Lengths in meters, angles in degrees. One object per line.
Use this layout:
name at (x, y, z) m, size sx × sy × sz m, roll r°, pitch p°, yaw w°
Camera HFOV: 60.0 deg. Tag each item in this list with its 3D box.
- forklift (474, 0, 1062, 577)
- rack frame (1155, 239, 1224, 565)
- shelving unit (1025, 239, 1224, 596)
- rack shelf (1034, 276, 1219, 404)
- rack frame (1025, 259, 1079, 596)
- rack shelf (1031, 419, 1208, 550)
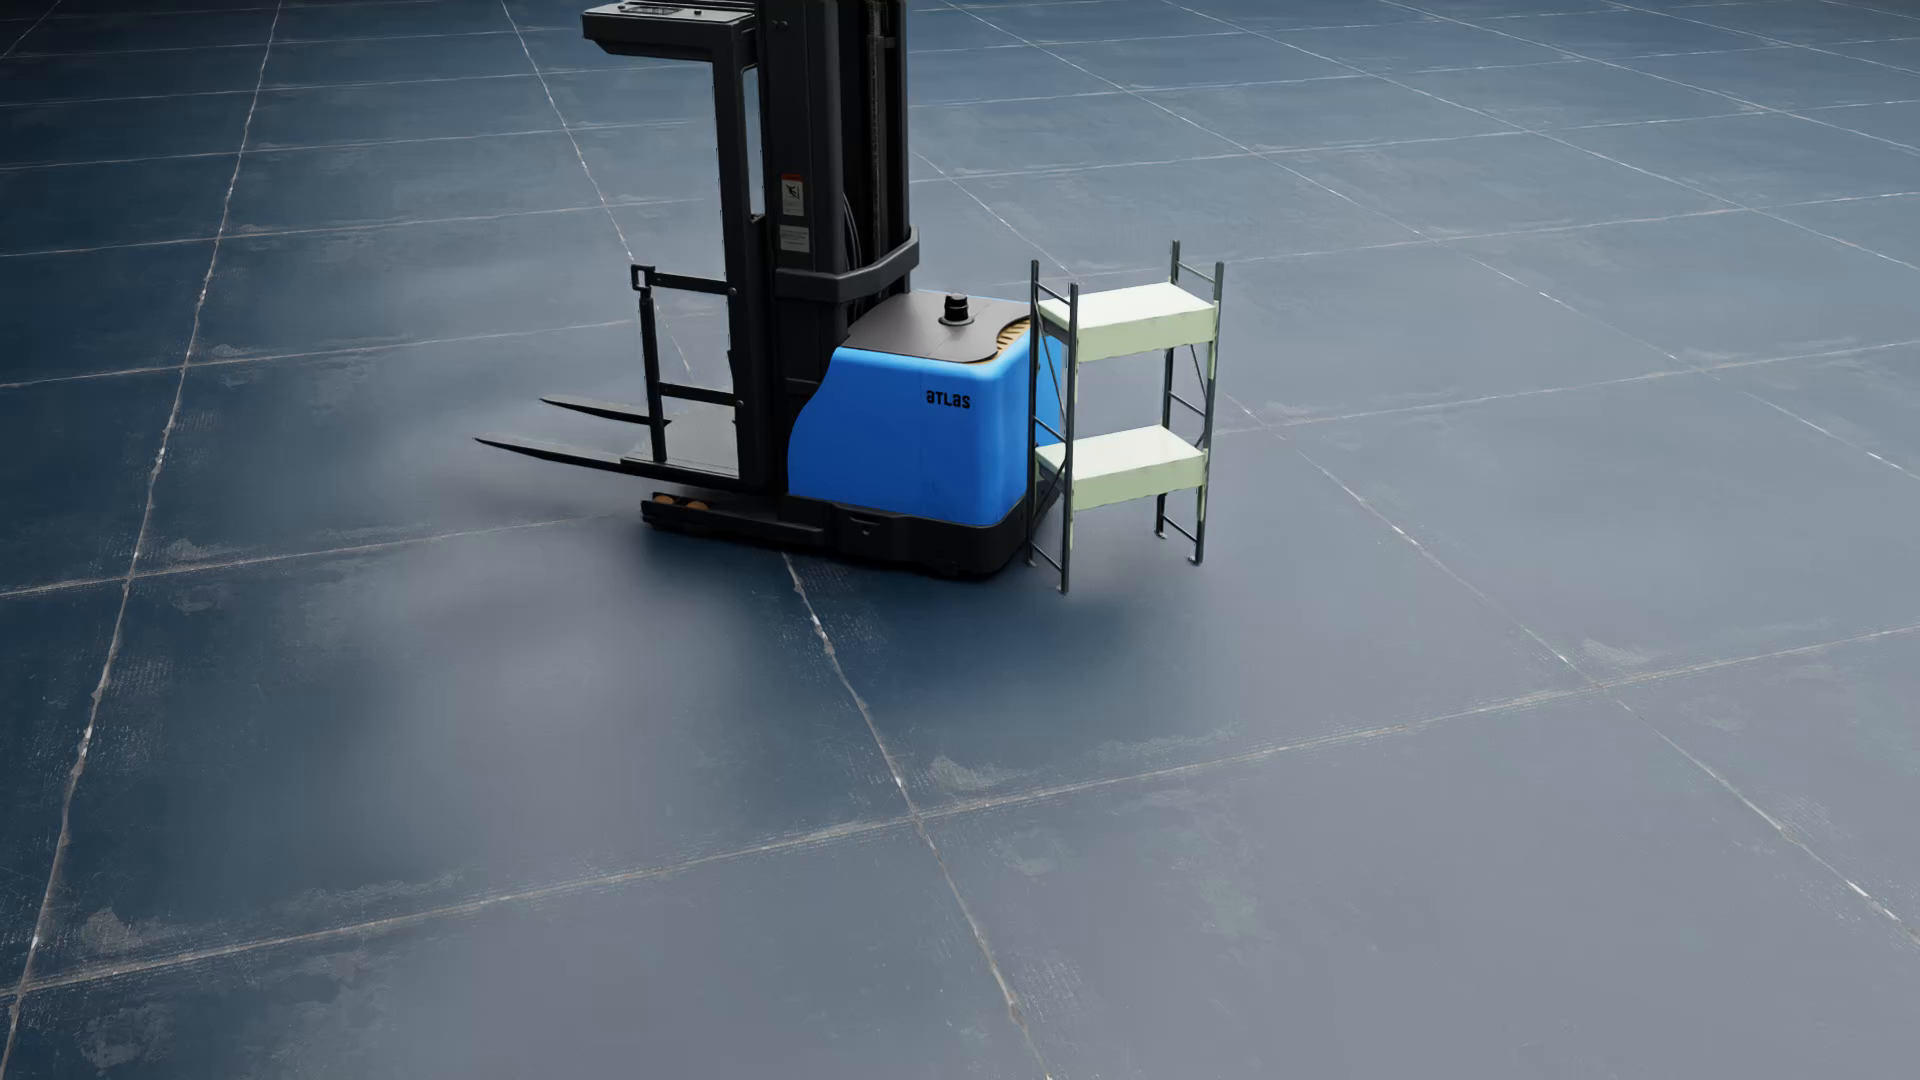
forklift at (-1.055, -1.542, 8.060) m, size 3.031 × 2.935 × 1.130 m, roll 10°, pitch 28°, yaw 19°
rack frame at (1.074, -0.632, 7.837) m, size 0.023 × 1.500 × 0.400 m, roll -12°, pitch 29°, yaw -22°
shelving unit at (0.742, -0.564, 7.699) m, size 0.755 × 1.500 × 0.431 m, roll -12°, pitch 29°, yaw -22°
rack shelf at (0.742, -0.913, 7.525) m, size 0.720 × 0.370 × 0.431 m, roll -12°, pitch 29°, yaw -22°
rack frame at (0.410, -0.495, 7.560) m, size 0.023 × 1.500 × 0.400 m, roll -12°, pitch 29°, yaw -22°
rack shelf at (0.742, -0.272, 7.844) m, size 0.720 × 0.370 × 0.431 m, roll -12°, pitch 29°, yaw -22°
